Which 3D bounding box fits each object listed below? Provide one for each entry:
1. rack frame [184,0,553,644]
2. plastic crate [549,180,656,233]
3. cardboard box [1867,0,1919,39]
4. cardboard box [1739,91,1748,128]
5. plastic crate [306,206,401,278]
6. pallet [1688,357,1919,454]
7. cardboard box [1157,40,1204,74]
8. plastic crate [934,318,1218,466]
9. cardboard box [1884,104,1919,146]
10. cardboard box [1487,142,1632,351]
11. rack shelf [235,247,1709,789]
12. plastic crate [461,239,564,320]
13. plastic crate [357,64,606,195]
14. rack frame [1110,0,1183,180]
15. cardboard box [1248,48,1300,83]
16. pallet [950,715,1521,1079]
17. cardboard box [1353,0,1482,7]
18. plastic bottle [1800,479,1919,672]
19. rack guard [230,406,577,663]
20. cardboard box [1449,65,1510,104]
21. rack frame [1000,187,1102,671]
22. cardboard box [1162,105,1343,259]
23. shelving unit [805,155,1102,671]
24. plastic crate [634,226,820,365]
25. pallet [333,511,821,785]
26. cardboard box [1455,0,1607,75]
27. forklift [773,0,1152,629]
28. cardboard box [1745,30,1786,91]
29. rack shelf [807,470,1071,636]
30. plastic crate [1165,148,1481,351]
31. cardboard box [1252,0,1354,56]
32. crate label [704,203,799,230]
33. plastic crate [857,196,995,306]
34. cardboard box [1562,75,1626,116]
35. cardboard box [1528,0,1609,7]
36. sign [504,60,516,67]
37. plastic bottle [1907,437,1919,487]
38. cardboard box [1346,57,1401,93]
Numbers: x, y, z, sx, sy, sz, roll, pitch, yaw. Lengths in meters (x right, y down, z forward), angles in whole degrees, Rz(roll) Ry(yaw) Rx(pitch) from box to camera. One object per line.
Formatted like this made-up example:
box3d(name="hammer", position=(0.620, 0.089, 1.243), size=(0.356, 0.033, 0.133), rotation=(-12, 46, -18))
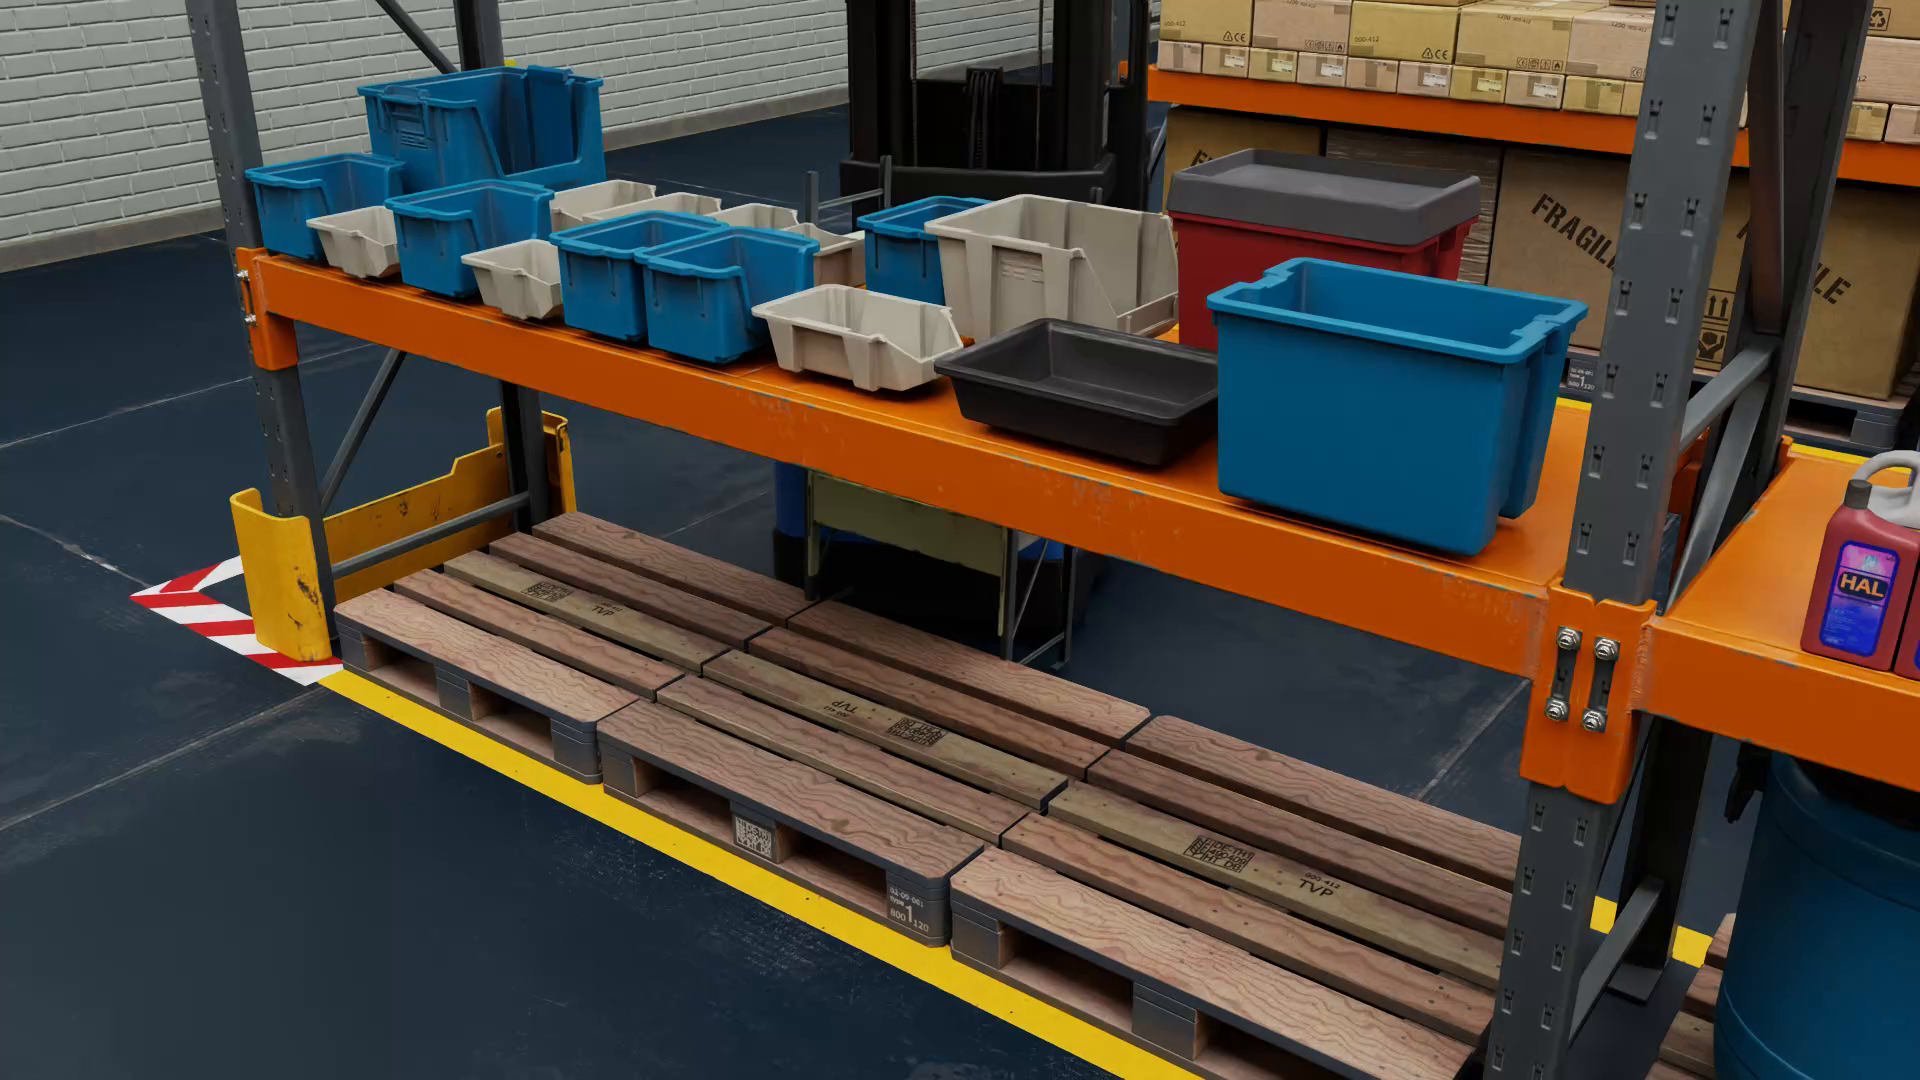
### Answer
box3d(name="rack frame", position=(-1.845, -1.195, 5.241), size=(0.127, 3.000, 1.000), rotation=(17, 29, 33))
box3d(name="plastic crate", position=(-1.084, -0.963, 4.968), size=(0.243, 0.136, 0.396), rotation=(17, 29, 33))
box3d(name="cardboard box", position=(3.798, -2.261, 6.549), size=(0.500, 0.500, 0.500), rotation=(18, 29, 35))
box3d(name="cardboard box", position=(3.268, -1.865, 7.074), size=(0.250, 0.149, 0.380), rotation=(17, 29, 34))
box3d(name="plastic crate", position=(-1.638, -0.831, 4.669), size=(0.298, 0.136, 0.250), rotation=(17, 29, 33))
box3d(name="pallet", position=(3.764, -0.759, 7.710), size=(1.213, 0.211, 1.003), rotation=(17, 29, 33))
box3d(name="cardboard box", position=(1.211, -2.486, 8.482), size=(0.250, 0.149, 0.380), rotation=(17, 29, 34))
box3d(name="plastic crate", position=(0.299, -0.313, 3.507), size=(0.590, 0.125, 0.437), rotation=(17, 29, 33))
box3d(name="cardboard box", position=(3.886, -1.679, 6.651), size=(0.250, 0.149, 0.380), rotation=(17, 29, 34))
box3d(name="cardboard box", position=(3.126, -1.448, 7.931), size=(0.875, 0.875, 0.875), rotation=(17, 29, 33))
box3d(name="rack shelf", position=(-0.245, -0.382, 4.289), size=(4.000, 0.370, 1.077), rotation=(17, 29, 33))
box3d(name="plastic crate", position=(-1.095, -0.667, 4.297), size=(0.298, 0.136, 0.250), rotation=(17, 29, 33))
box3d(name="plastic crate", position=(-1.465, -1.218, 5.175), size=(0.499, 0.435, 0.616), rotation=(17, 29, 33))
box3d(name="rack frame", position=(1.125, -2.793, 8.868), size=(0.127, 3.000, 1.000), rotation=(17, 29, 33))
box3d(name="cardboard box", position=(1.623, -2.362, 8.202), size=(0.250, 0.149, 0.380), rotation=(16, 28, 32))
box3d(name="pallet", position=(0.744, 0.883, 3.983), size=(1.213, 0.211, 1.003), rotation=(17, 29, 33))
box3d(name="cardboard box", position=(2.166, -2.756, 7.672), size=(0.500, 0.500, 0.500), rotation=(16, 28, 32))
box3d(name="plastic bottle", position=(1.393, 0.052, 2.556), size=(0.133, 0.283, 0.061), rotation=(17, 29, 33))
box3d(name="rack guard", position=(-1.872, -0.052, 5.749), size=(0.348, 0.500, 1.175), rotation=(17, 29, 33))
box3d(name="cardboard box", position=(2.443, -2.114, 7.639), size=(0.250, 0.149, 0.380), rotation=(16, 28, 32))
box3d(name="rack frame", position=(0.258, -0.248, 4.855), size=(0.023, 1.500, 0.400), rotation=(16, 26, 30))
box3d(name="cardboard box", position=(1.685, -1.884, 8.919), size=(0.875, 0.875, 0.875), rotation=(17, 29, 33))
box3d(name="shelving unit", position=(-0.048, -0.336, 5.035), size=(0.755, 1.500, 0.431), rotation=(16, 26, 30))
box3d(name="plastic crate", position=(-0.551, -0.589, 3.999), size=(0.300, 0.233, 0.416), rotation=(17, 29, 33))
box3d(name="pallet", position=(-1.209, 0.293, 5.323), size=(1.213, 0.211, 1.003), rotation=(17, 29, 33))
box3d(name="cardboard box", position=(2.588, -2.286, 7.536), size=(0.500, 0.250, 0.500), rotation=(16, 28, 32))
box3d(name="forklift", position=(0.187, -1.619, 6.290), size=(1.130, 2.935, 3.031), rotation=(5, 24, 11))
box3d(name="cardboard box", position=(3.400, -2.039, 6.976), size=(0.500, 0.250, 0.500), rotation=(18, 29, 35))
box3d(name="rack shelf", position=(-0.060, -0.035, 5.160), size=(0.720, 0.370, 0.431), rotation=(16, 26, 30))
box3d(name="plastic crate", position=(0.791, -0.581, 3.695), size=(0.583, 0.464, 0.402), rotation=(17, 29, 33))
box3d(name="cardboard box", position=(1.767, -2.534, 8.097), size=(0.500, 0.250, 0.500), rotation=(16, 29, 33))
box3d(name="crate label", position=(-0.623, -0.829, 4.663), size=(0.243, 0.136, 0.396), rotation=(17, 29, 33))
box3d(name="plastic crate", position=(-0.048, -0.732, 4.324), size=(0.300, 0.233, 0.416), rotation=(17, 29, 33))
box3d(name="cardboard box", position=(2.857, -1.989, 7.356), size=(0.250, 0.149, 0.380), rotation=(16, 29, 32))
box3d(name="cardboard box", position=(2.904, -2.458, 7.926), size=(0.500, 0.250, 0.500), rotation=(17, 29, 33))
box3d(name="sign", position=(-1.528, -1.451, 5.620), size=(0.005, 0.325, 0.100), rotation=(17, 29, 33))
box3d(name="plastic bottle", position=(1.865, -0.180, 3.092), size=(0.135, 0.276, 0.152), rotation=(17, 29, 33))
box3d(name="cardboard box", position=(2.035, -2.238, 7.920), size=(0.250, 0.149, 0.380), rotation=(16, 28, 32))
